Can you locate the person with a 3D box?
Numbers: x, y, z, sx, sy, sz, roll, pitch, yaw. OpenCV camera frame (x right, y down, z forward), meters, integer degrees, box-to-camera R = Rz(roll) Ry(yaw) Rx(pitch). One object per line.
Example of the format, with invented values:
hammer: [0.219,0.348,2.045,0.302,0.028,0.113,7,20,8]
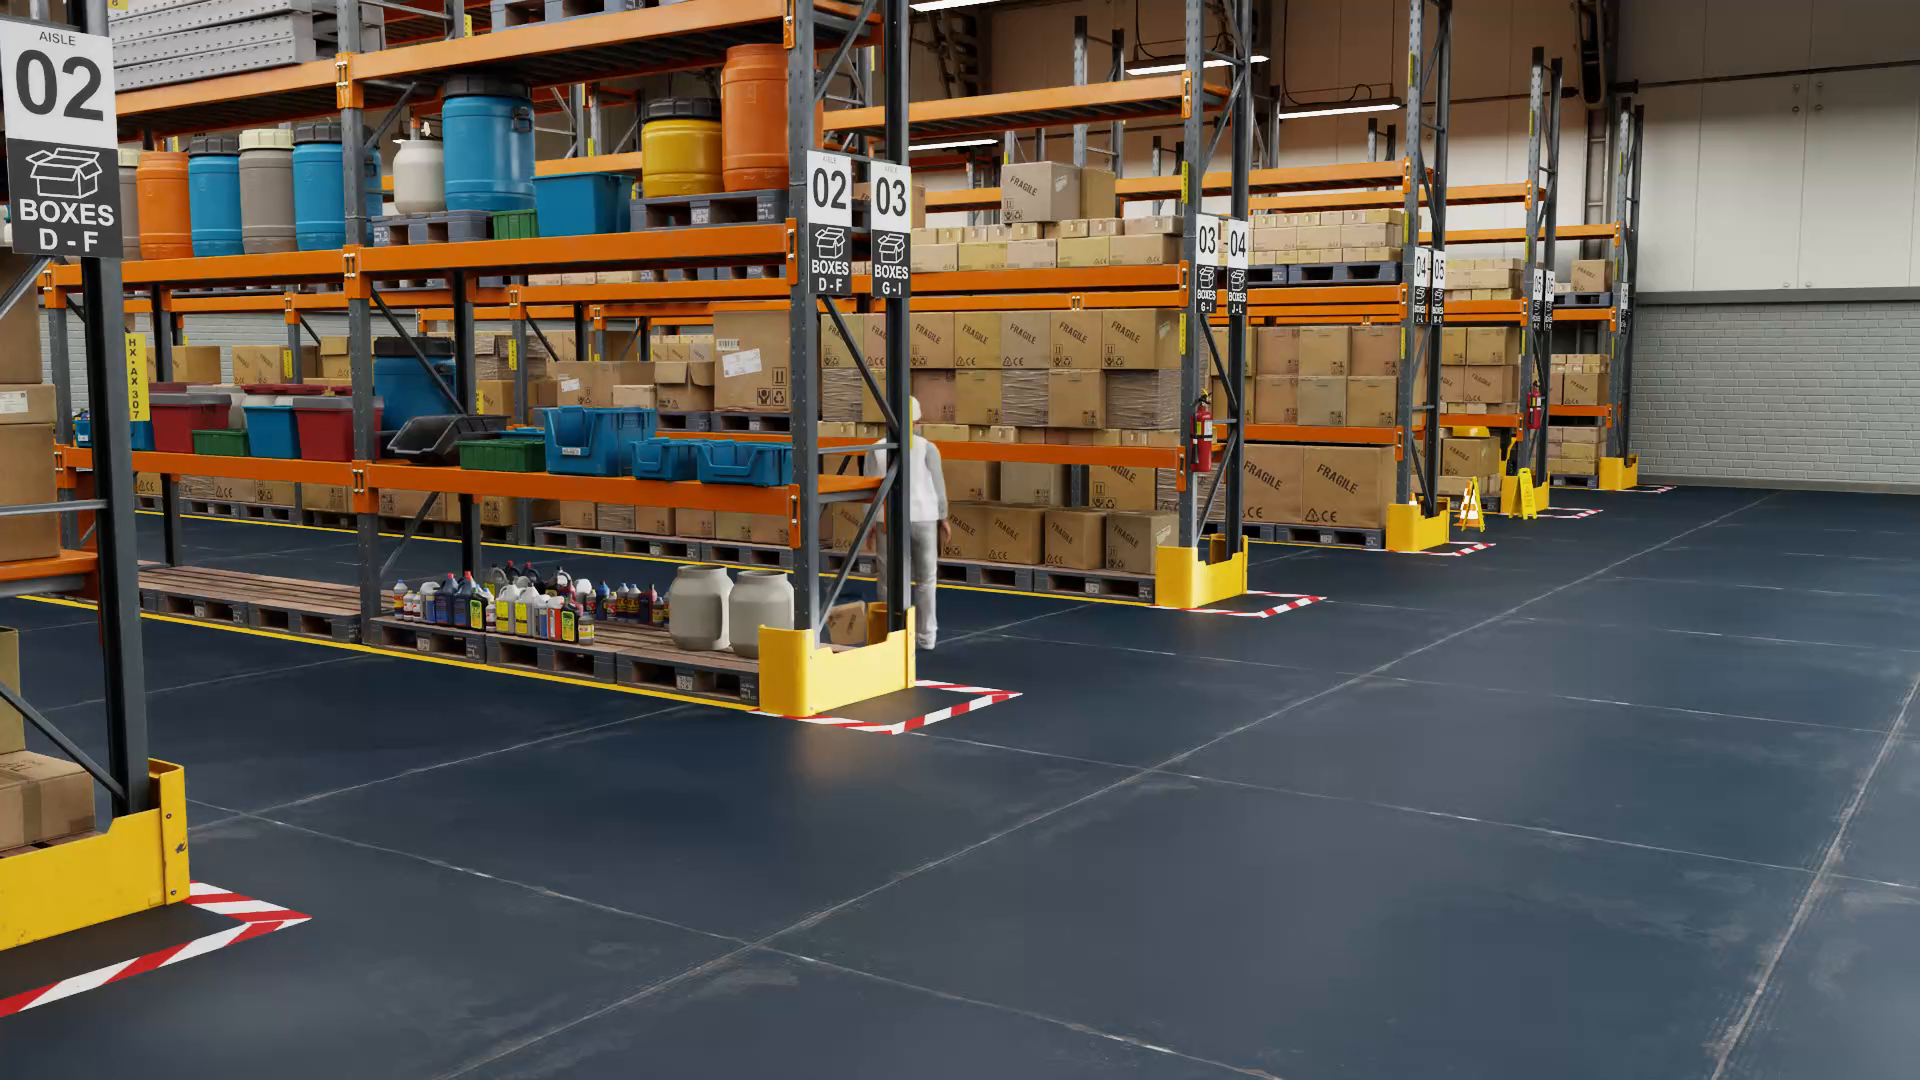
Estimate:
person: [-0.369,-0.118,11.492,0.611,1.775,0.546,0,6,1]
